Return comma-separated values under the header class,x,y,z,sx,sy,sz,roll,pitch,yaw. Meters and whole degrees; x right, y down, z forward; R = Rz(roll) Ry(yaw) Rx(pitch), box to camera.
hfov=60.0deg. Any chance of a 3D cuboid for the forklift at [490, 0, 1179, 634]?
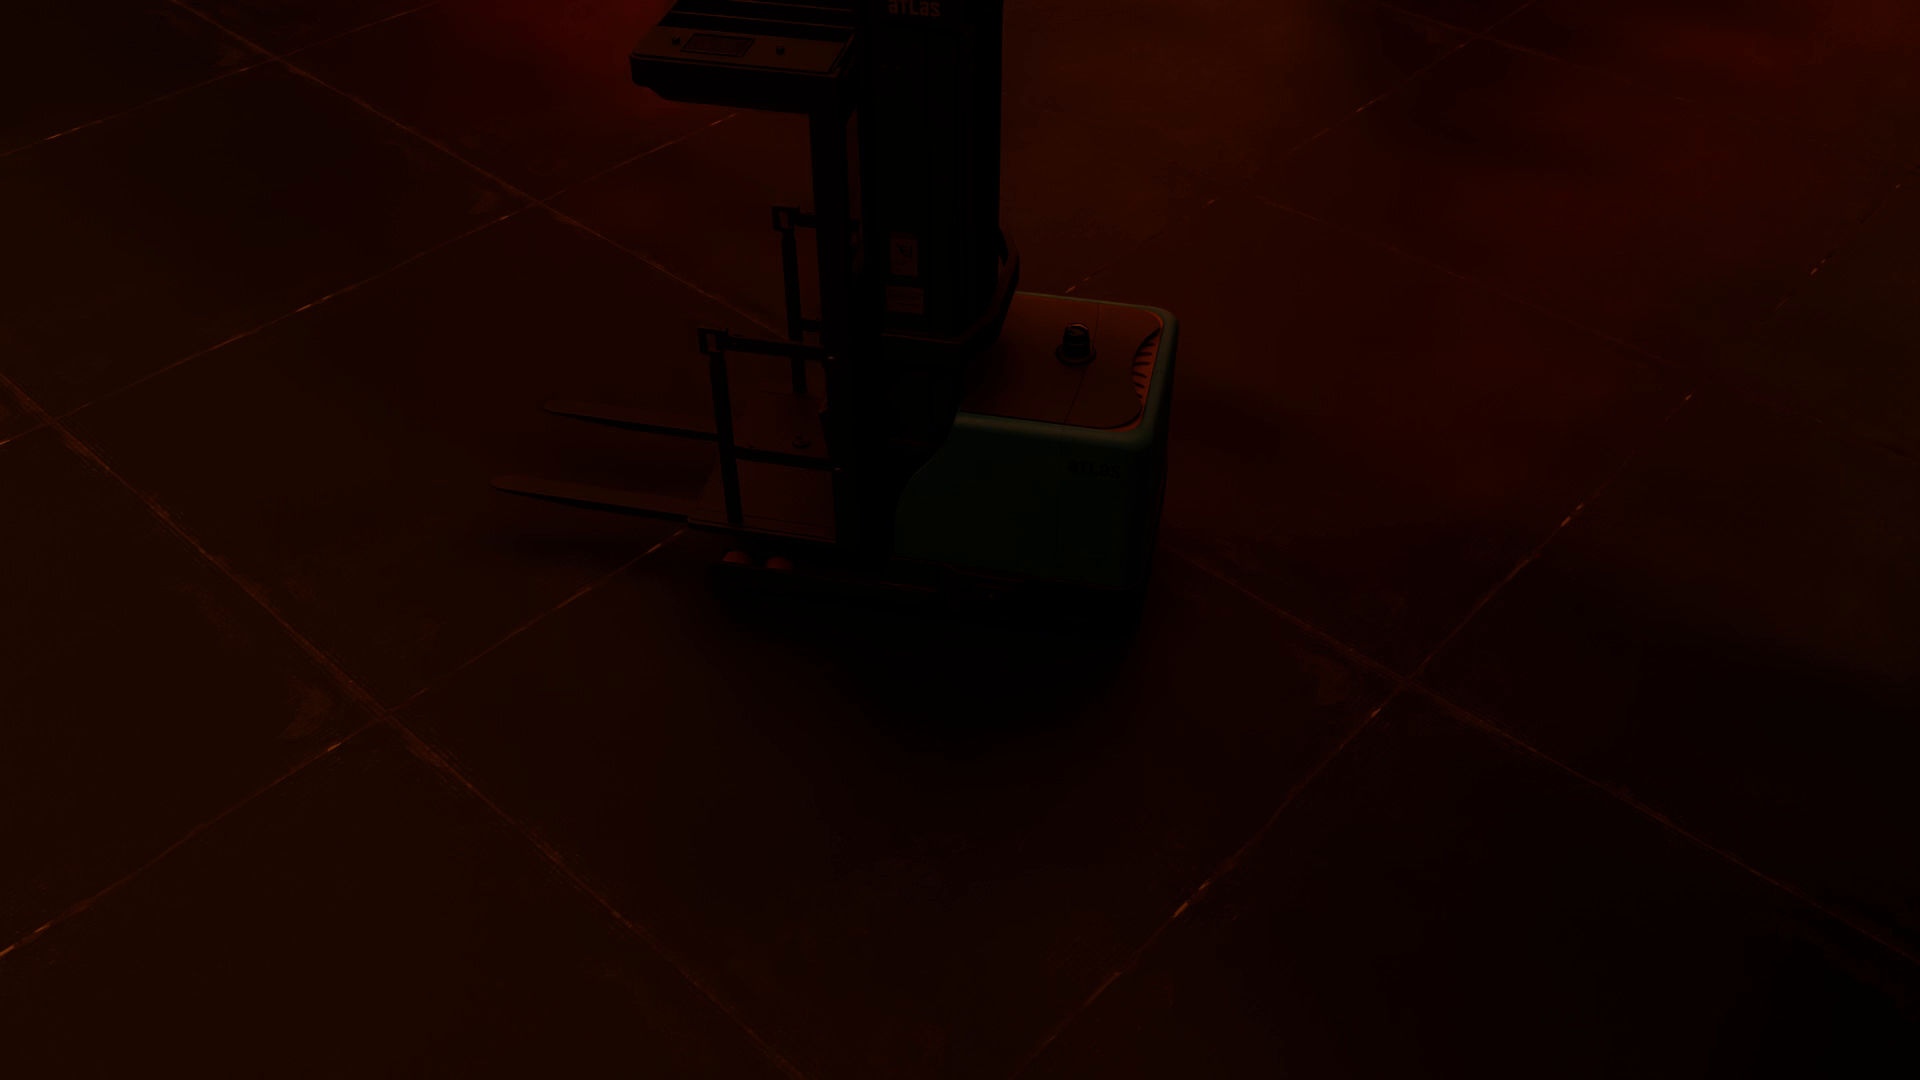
class,x,y,z,sx,sy,sz,roll,pitch,yaw
forklift,-0.612,-1.199,6.826,3.031,2.935,1.130,8,41,9
